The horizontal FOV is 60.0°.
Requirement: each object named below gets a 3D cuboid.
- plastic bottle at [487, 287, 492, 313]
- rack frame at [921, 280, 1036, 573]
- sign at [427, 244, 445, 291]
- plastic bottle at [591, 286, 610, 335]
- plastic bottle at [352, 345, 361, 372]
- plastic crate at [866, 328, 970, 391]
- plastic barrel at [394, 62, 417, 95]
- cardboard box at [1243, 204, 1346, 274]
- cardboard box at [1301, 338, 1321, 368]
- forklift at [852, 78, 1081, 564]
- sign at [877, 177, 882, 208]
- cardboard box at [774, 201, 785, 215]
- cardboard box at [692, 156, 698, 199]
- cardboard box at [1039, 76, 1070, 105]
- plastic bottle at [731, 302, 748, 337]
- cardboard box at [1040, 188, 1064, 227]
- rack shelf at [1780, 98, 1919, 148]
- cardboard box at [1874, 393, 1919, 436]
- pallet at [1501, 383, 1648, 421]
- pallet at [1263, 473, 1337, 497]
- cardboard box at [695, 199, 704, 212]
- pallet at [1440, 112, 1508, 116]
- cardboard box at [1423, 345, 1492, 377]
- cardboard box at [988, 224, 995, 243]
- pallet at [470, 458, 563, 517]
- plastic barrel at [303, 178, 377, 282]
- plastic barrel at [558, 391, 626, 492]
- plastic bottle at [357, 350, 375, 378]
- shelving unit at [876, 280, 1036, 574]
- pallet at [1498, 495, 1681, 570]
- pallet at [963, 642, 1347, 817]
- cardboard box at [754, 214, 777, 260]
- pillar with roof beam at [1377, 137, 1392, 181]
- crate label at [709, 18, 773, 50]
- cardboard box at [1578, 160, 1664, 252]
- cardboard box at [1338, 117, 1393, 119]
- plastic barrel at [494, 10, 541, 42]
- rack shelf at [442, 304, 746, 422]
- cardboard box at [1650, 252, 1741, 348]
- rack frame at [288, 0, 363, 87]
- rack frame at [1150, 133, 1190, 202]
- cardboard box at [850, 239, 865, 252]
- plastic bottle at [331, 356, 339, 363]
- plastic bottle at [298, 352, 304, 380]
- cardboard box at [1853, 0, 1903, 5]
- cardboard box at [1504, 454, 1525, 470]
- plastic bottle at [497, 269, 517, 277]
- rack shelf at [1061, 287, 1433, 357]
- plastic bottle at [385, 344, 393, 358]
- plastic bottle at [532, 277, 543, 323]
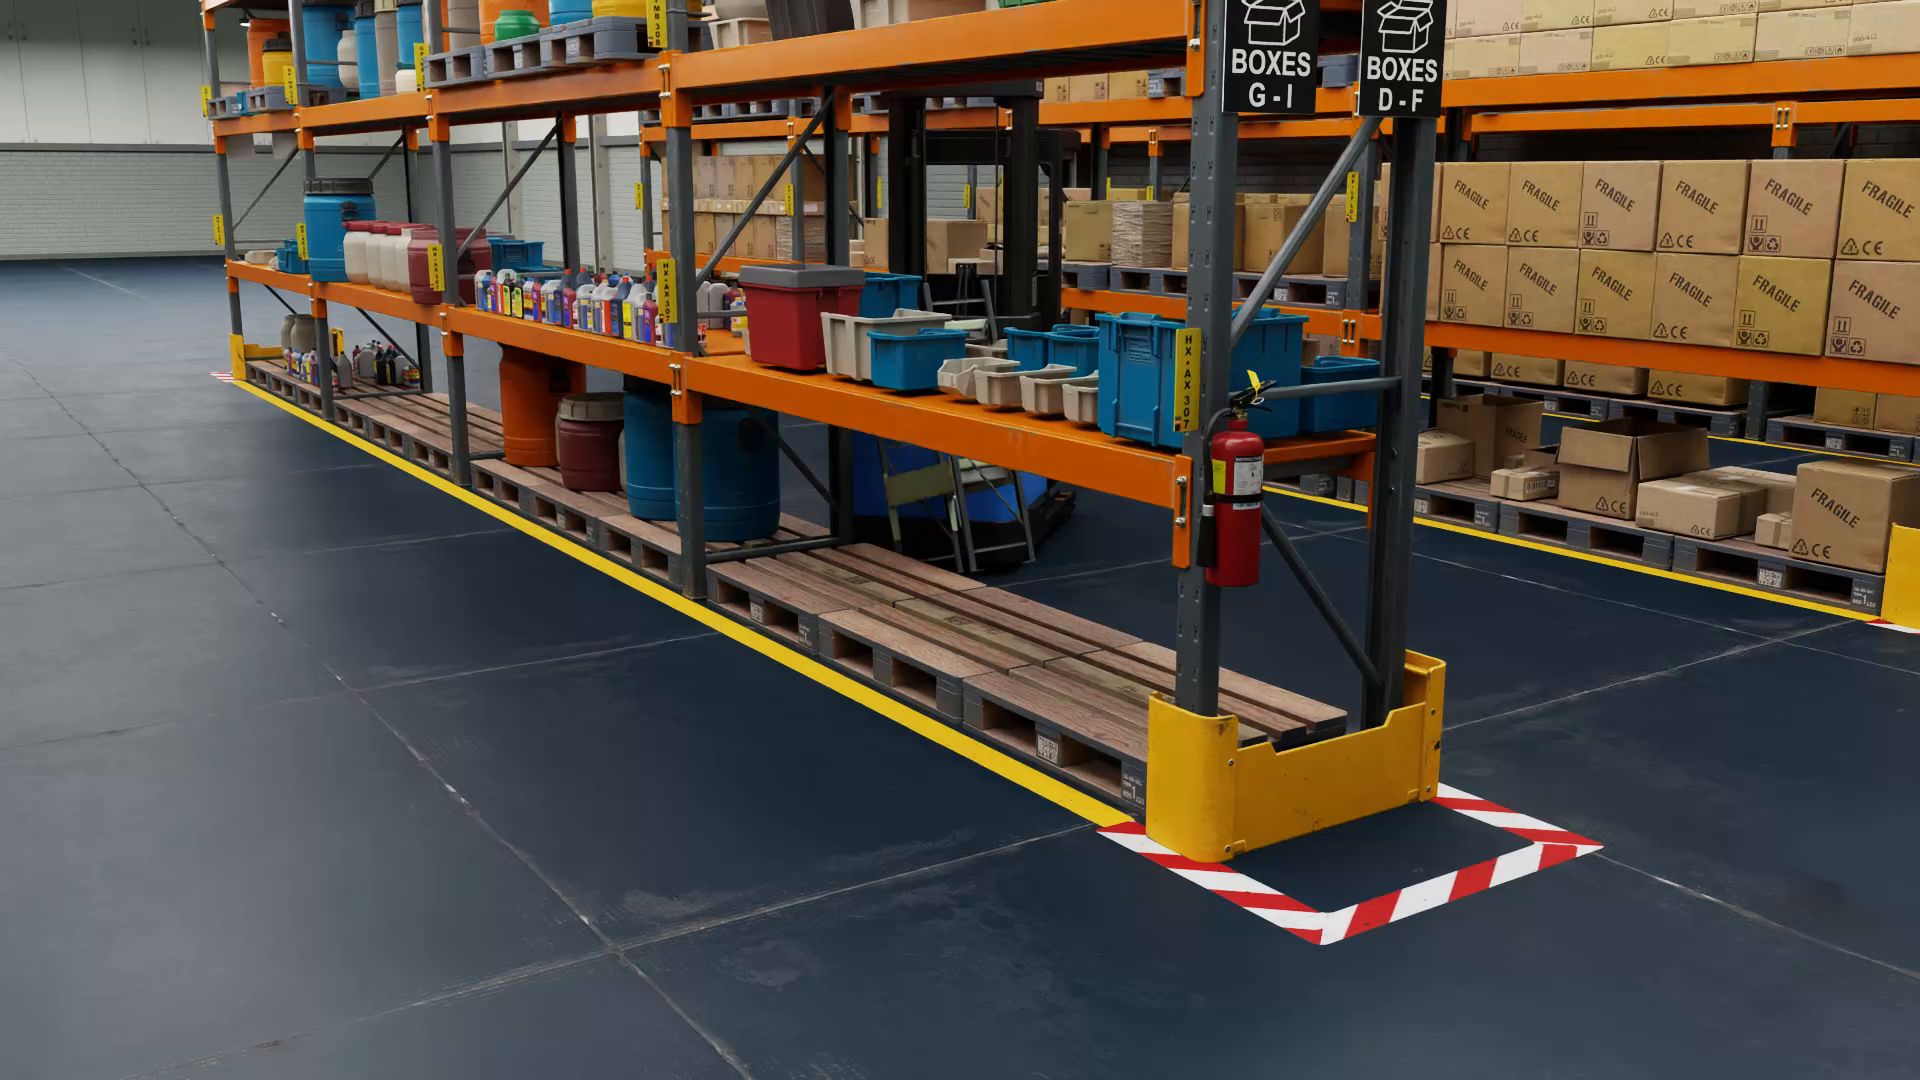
[{"bbox_3d":[-3.195,-1.665,11.419,0.097,0.201,0.097,0,12,0],"label":"plastic bottle"},{"bbox_3d":[0.098,-0.600,8.620,0.400,1.500,0.023,-9,-1,-32],"label":"rack frame"},{"bbox_3d":[-3.715,-1.932,11.792,0.100,0.325,0.005,-8,15,-33],"label":"sign"},{"bbox_3d":[-2.089,-1.357,9.835,0.152,0.276,0.135,-8,15,-33],"label":"plastic bottle"},{"bbox_3d":[-6.283,-1.894,17.328,0.061,0.283,0.133,-8,15,-33],"label":"plastic bottle"},{"bbox_3d":[-0.180,-0.778,7.149,0.416,0.233,0.300,-8,15,-33],"label":"plastic crate"},{"bbox_3d":[-4.160,-3.515,12.715,0.301,0.262,0.301,0,12,0],"label":"plastic barrel"},{"bbox_3d":[2.571,-2.272,12.513,0.700,0.500,0.500,-6,14,-24],"label":"cardboard box"},{"bbox_3d":[2.461,-1.445,13.016,0.500,0.250,0.500,-8,15,-33],"label":"cardboard box"},{"bbox_3d":[0.152,-1.563,10.646,1.130,2.935,3.031,3,13,14],"label":"forklift"},{"bbox_3d":[-0.905,-3.808,18.230,0.100,0.325,0.005,-8,15,-33],"label":"sign"},{"bbox_3d":[-1.816,-3.648,18.271,0.380,0.149,0.250,-8,15,-34],"label":"cardboard box"},{"bbox_3d":[-2.995,-4.423,20.293,0.700,0.500,0.500,-9,15,-34],"label":"cardboard box"},{"bbox_3d":[1.134,-3.945,14.123,0.910,0.500,0.500,-8,15,-33],"label":"cardboard box"},{"bbox_3d":[-1.281,-1.284,9.678,0.097,0.201,0.097,0,12,0],"label":"plastic bottle"},{"bbox_3d":[1.411,-4.424,22.120,0.500,0.500,0.500,-8,14,-31],"label":"cardboard box"},{"bbox_3d":[8.310,-3.138,12.352,1.077,0.370,4.000,-8,15,-33],"label":"rack shelf"},{"bbox_3d":[7.807,-1.129,13.370,0.700,0.500,0.500,-8,15,-33],"label":"cardboard box"},{"bbox_3d":[6.032,-1.363,16.100,1.003,0.211,1.213,-8,15,-33],"label":"pallet"},{"bbox_3d":[2.598,-0.570,12.477,1.003,0.211,1.213,-8,15,-33],"label":"pallet"},{"bbox_3d":[-2.957,-4.014,19.942,0.380,0.149,0.250,-9,15,-35],"label":"cardboard box"},{"bbox_3d":[5.387,-4.356,16.680,1.213,0.211,1.003,-7,14,-30],"label":"pallet"},{"bbox_3d":[5.284,-2.100,16.991,0.750,0.750,0.750,-8,15,-34],"label":"cardboard box"},{"bbox_3d":[0.560,-4.326,23.426,0.500,0.250,0.500,-9,15,-34],"label":"cardboard box"},{"bbox_3d":[-2.790,-0.421,11.792,1.003,0.211,1.213,-8,15,-33],"label":"pallet"},{"bbox_3d":[-5.516,-2.770,14.834,0.600,0.901,0.708,-8,15,-33],"label":"plastic barrel"},{"bbox_3d":[-2.350,-0.660,11.018,0.600,0.588,0.708,-8,15,-33],"label":"plastic barrel"},{"bbox_3d":[-6.029,-1.794,16.889,0.152,0.276,0.135,-8,15,-33],"label":"plastic bottle"},{"bbox_3d":[-0.090,-0.563,8.932,0.431,1.500,0.755,-9,-1,-32],"label":"shelving unit"},{"bbox_3d":[4.140,-0.091,10.283,1.003,0.211,1.213,-8,15,-33],"label":"pallet"},{"bbox_3d":[0.746,0.715,6.596,1.003,0.211,1.213,-8,15,-33],"label":"pallet"},{"bbox_3d":[-1.901,-3.435,18.816,0.700,0.500,0.500,-8,15,-33],"label":"cardboard box"},{"bbox_3d":[1.402,-5.846,16.029,9.100,9.000,0.400,-8,15,-33],"label":"pillar with roof beam"},{"bbox_3d":[-1.015,-2.422,8.013,0.293,0.136,0.466,-8,15,-33],"label":"crate label"},{"bbox_3d":[3.965,-1.938,9.627,0.500,0.500,0.500,-8,14,-31],"label":"cardboard box"},{"bbox_3d":[4.362,-4.619,17.601,0.500,0.311,0.500,-8,15,-33],"label":"cardboard box"},{"bbox_3d":[-2.866,-3.297,10.778,0.294,0.245,0.294,0,12,0],"label":"plastic barrel"},{"bbox_3d":[-2.153,-1.211,10.563,1.077,0.370,4.000,-8,15,-33],"label":"rack shelf"},{"bbox_3d":[4.260,-1.359,9.319,0.500,0.500,0.500,-8,15,-32],"label":"cardboard box"},{"bbox_3d":[-5.477,-5.560,14.725,1.000,3.000,0.127,-8,15,-33],"label":"rack frame"},{"bbox_3d":[2.770,-3.802,20.728,1.000,3.000,0.127,-8,15,-33],"label":"rack frame"},{"bbox_3d":[-1.043,-3.060,17.683,0.500,0.250,0.500,-7,14,-29],"label":"cardboard box"},{"bbox_3d":[-6.071,-1.651,16.234,0.152,0.276,0.135,-8,15,-33],"label":"plastic bottle"},{"bbox_3d":[-6.591,-1.749,16.695,0.097,0.271,0.097,0,12,0],"label":"plastic bottle"},{"bbox_3d":[4.800,-2.779,8.206,0.500,0.250,0.500,-8,15,-33],"label":"cardboard box"},{"bbox_3d":[3.890,-0.487,11.213,0.380,0.149,0.250,-8,15,-33],"label":"cardboard box"},{"bbox_3d":[-3.164,-1.761,11.681,0.152,0.276,0.135,-8,15,-33],"label":"plastic bottle"},{"bbox_3d":[1.972,-1.797,13.241,1.077,0.370,4.000,-8,15,-33],"label":"rack shelf"},{"bbox_3d":[-5.684,-1.777,16.636,0.144,0.351,0.185,-9,15,-35],"label":"plastic bottle"},{"bbox_3d":[-2.688,-1.535,10.634,0.061,0.283,0.133,-8,15,-33],"label":"plastic bottle"}]
